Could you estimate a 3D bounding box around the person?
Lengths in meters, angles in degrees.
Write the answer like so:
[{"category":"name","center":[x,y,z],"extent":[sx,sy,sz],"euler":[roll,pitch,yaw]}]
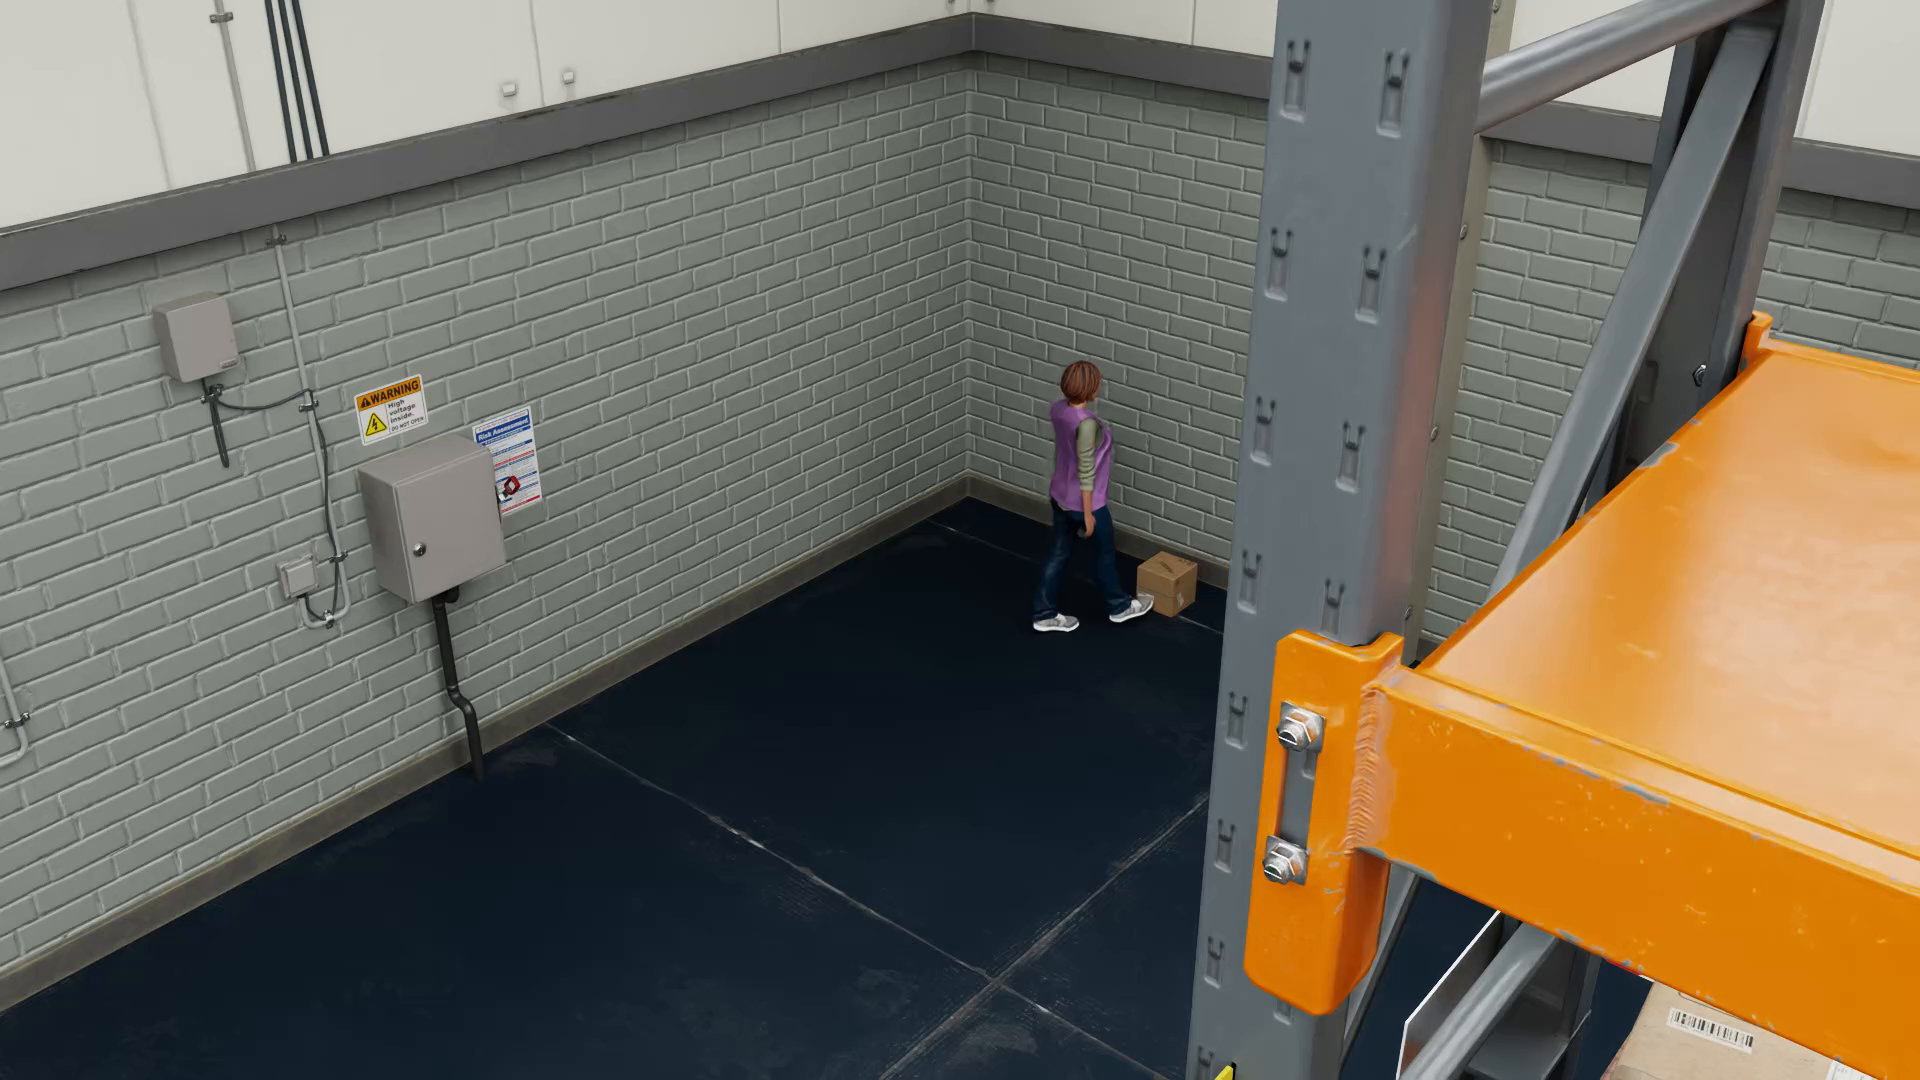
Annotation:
[{"category":"person","center":[0.729,-0.238,9.079],"extent":[0.724,1.585,0.438],"euler":[-13,30,-22]}]
